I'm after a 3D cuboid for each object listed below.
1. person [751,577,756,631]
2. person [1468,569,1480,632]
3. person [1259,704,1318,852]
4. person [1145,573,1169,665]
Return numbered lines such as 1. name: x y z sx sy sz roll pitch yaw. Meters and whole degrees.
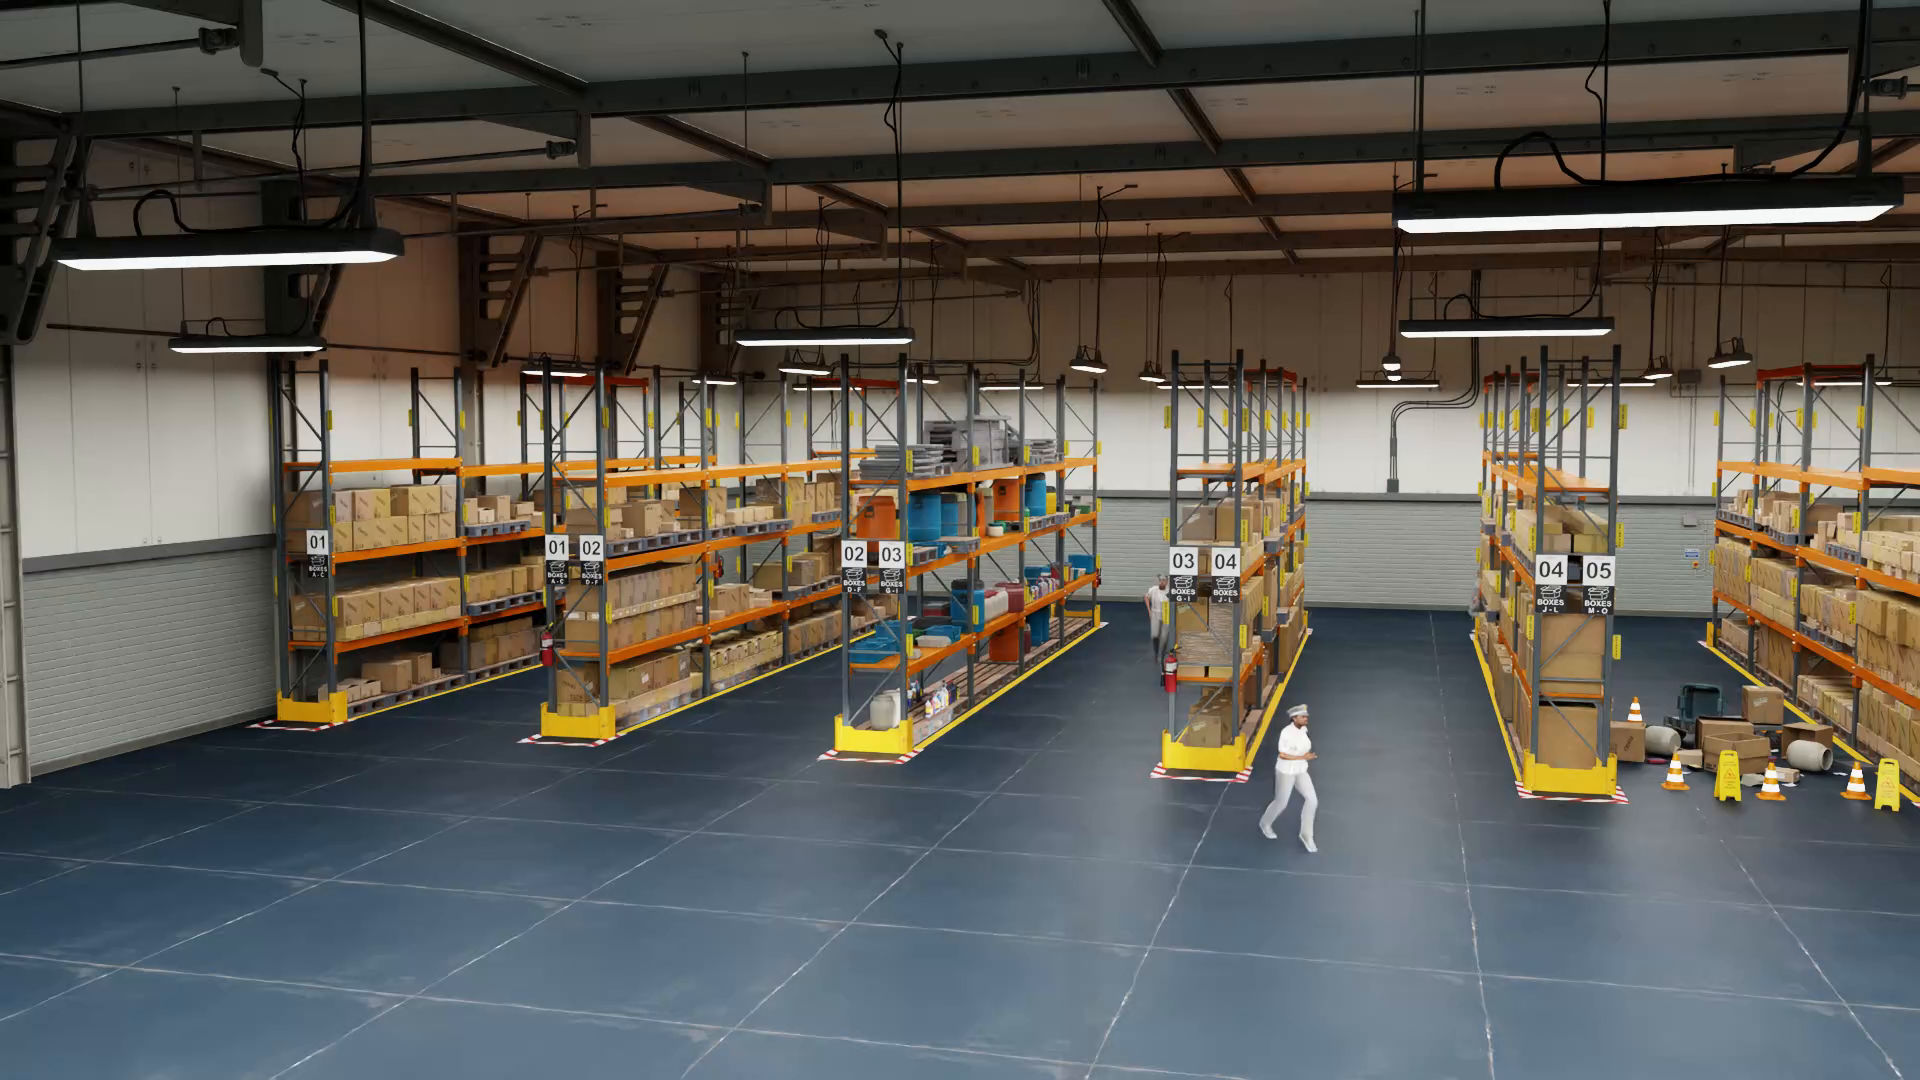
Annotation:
1. person: -4.589 1.428 38.199 0.599 1.691 0.794 1 4 19
2. person: 12.221 1.482 39.232 0.460 1.431 0.613 1 4 14
3. person: 3.871 2.764 19.579 0.600 1.735 0.847 -3 5 -40
4. person: 3.924 1.542 32.374 0.654 1.821 0.699 1 4 8
